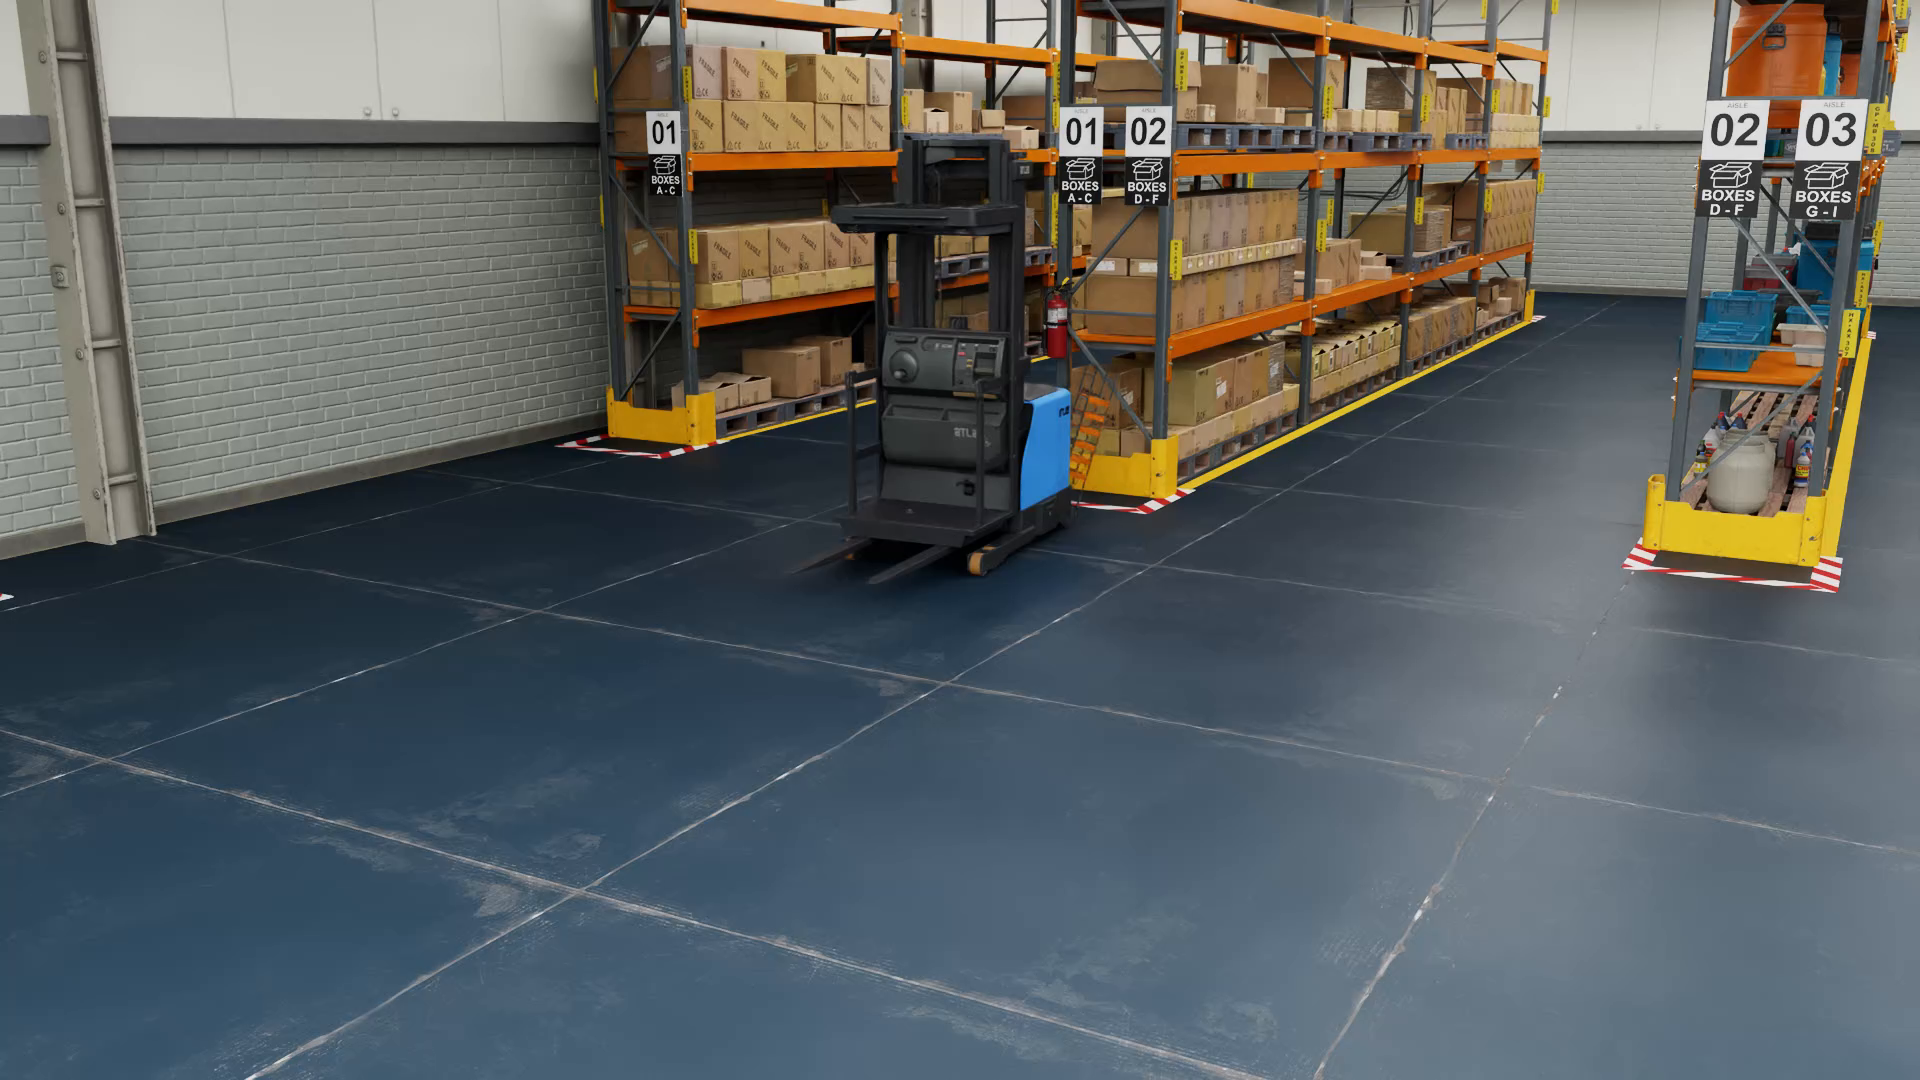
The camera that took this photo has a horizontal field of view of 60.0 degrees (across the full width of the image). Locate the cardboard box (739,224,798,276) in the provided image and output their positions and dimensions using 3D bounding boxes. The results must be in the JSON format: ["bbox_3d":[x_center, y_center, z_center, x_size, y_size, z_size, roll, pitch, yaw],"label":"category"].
[{"bbox_3d":[-2.049,-3.038,17.413,0.500,0.500,0.500,7,15,26],"label":"cardboard box"}]

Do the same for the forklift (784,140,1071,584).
[{"bbox_3d":[-0.204,-1.290,11.630,1.130,2.935,3.031,6,15,24],"label":"forklift"}]

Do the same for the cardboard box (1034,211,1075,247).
[{"bbox_3d":[1.280,-4.382,23.420,0.500,0.500,0.500,8,16,30],"label":"cardboard box"}]

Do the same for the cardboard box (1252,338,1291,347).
[{"bbox_3d":[3.417,-2.091,18.579,0.500,0.311,0.500,8,16,30],"label":"cardboard box"}]

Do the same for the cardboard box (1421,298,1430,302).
[{"bbox_3d":[6.398,-3.185,23.740,0.500,0.500,0.500,8,16,29],"label":"cardboard box"}]

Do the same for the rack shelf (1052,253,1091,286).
[{"bbox_3d":[1.788,-4.169,24.962,1.077,0.370,4.000,7,15,28],"label":"rack shelf"}]

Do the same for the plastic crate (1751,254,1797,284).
[{"bbox_3d":[8.445,-2.720,17.281,0.402,0.464,0.583,7,15,28],"label":"plastic crate"}]

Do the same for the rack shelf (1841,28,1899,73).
[{"bbox_3d":[10.461,-5.769,19.650,1.077,0.370,4.000,7,15,28],"label":"rack shelf"}]

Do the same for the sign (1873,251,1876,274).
[{"bbox_3d":[9.979,-3.005,18.248,0.100,0.325,0.005,7,15,28],"label":"sign"}]

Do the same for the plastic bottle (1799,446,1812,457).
[{"bbox_3d":[6.942,-0.639,13.668,0.097,0.271,0.097,0,14,0],"label":"plastic bottle"}]

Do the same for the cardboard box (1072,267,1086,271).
[{"bbox_3d":[2.128,-3.758,25.411,0.750,0.750,0.750,8,16,30],"label":"cardboard box"}]

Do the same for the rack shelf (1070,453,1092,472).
[{"bbox_3d":[0.913,-0.633,13.258,0.180,0.103,0.258,14,9,-19],"label":"rack shelf"}]

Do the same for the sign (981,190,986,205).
[{"bbox_3d":[0.334,-4.734,23.298,0.100,0.325,0.005,7,15,28],"label":"sign"}]

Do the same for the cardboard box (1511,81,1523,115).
[{"bbox_3d":[8.329,-6.867,25.872,0.700,0.500,0.500,7,15,28],"label":"cardboard box"}]

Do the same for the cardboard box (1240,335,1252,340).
[{"bbox_3d":[2.728,-1.900,17.385,0.500,0.500,0.500,7,15,28],"label":"cardboard box"}]

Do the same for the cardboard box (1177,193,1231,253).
[{"bbox_3d":[2.047,-2.903,15.195,0.700,0.500,0.500,7,15,28],"label":"cardboard box"}]

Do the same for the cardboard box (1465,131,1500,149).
[{"bbox_3d":[7.545,-5.826,24.219,0.500,0.250,0.500,7,15,28],"label":"cardboard box"}]

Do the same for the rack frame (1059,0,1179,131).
[{"bbox_3d":[1.292,-4.823,13.340,1.000,3.000,0.127,7,15,28],"label":"rack frame"}]

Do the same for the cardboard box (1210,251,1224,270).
[{"bbox_3d":[2.168,-2.539,15.067,0.380,0.149,0.250,7,15,26],"label":"cardboard box"}]

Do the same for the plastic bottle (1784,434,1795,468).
[{"bbox_3d":[7.077,-0.768,14.174,0.061,0.283,0.133,7,15,28],"label":"plastic bottle"}]

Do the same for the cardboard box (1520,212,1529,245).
[{"bbox_3d":[8.801,-5.009,26.695,0.500,0.500,0.500,8,15,29],"label":"cardboard box"}]

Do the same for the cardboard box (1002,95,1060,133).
[{"bbox_3d":[1.001,-5.933,23.193,0.700,0.500,0.500,6,15,24],"label":"cardboard box"}]

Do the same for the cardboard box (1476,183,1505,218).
[{"bbox_3d":[7.817,-5.074,24.834,0.500,0.500,0.500,7,15,26],"label":"cardboard box"}]

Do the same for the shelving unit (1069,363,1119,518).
[{"bbox_3d":[0.960,-0.789,13.235,0.189,1.200,0.258,14,9,-19],"label":"shelving unit"}]

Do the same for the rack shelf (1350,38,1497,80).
[{"bbox_3d":[6.127,-6.331,21.981,1.077,0.370,4.000,7,15,28],"label":"rack shelf"}]

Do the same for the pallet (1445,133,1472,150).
[{"bbox_3d":[6.218,-5.397,22.519,1.213,0.211,1.003,7,15,28],"label":"pallet"}]

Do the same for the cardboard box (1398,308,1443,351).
[{"bbox_3d":[6.125,-2.818,22.218,0.500,0.500,0.500,7,15,27],"label":"cardboard box"}]

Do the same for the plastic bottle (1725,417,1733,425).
[{"bbox_3d":[6.890,-0.970,15.030,0.152,0.276,0.135,8,16,30],"label":"plastic bottle"}]

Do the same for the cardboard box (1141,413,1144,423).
[{"bbox_3d":[1.524,-1.022,15.342,0.500,0.250,0.500,7,15,28],"label":"cardboard box"}]

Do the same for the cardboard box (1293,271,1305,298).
[{"bbox_3d":[3.426,-2.761,17.904,0.500,0.250,0.500,9,16,32],"label":"cardboard box"}]

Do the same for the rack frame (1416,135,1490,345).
[{"bbox_3d":[7.093,-4.369,24.255,1.000,3.000,0.127,7,15,28],"label":"rack frame"}]

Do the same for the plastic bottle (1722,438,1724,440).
[{"bbox_3d":[6.370,-0.701,13.900,0.061,0.283,0.133,7,15,28],"label":"plastic bottle"}]

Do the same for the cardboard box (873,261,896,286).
[{"bbox_3d":[-1.076,-3.093,19.242,0.500,0.250,0.500,7,15,28],"label":"cardboard box"}]

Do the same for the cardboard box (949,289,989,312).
[{"bbox_3d":[0.189,-3.208,22.237,0.500,0.250,0.500,8,16,29],"label":"cardboard box"}]

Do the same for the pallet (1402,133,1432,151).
[{"bbox_3d":[4.910,-4.765,19.902,1.213,0.211,1.003,8,16,31],"label":"pallet"}]

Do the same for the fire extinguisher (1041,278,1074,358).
[{"bbox_3d":[0.829,-1.898,14.170,0.296,0.674,0.183,7,15,28],"label":"fire extinguisher"}]

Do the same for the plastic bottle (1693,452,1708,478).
[{"bbox_3d":[6.131,-0.625,13.757,0.097,0.201,0.097,0,14,0],"label":"plastic bottle"}]

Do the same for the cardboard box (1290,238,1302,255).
[{"bbox_3d":[3.282,-3.011,17.027,0.380,0.149,0.250,7,15,28],"label":"cardboard box"}]

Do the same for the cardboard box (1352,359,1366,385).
[{"bbox_3d":[4.381,-1.965,19.256,0.500,0.250,0.500,8,16,29],"label":"cardboard box"}]

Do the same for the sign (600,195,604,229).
[{"bbox_3d":[-3.522,-3.251,16.473,0.100,0.325,0.005,7,15,28],"label":"sign"}]

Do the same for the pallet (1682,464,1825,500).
[{"bbox_3d":[6.610,-0.426,13.849,1.003,0.211,1.213,7,15,28],"label":"pallet"}]

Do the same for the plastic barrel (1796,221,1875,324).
[{"bbox_3d":[8.012,-2.454,15.244,0.600,0.901,0.708,7,15,28],"label":"plastic barrel"}]

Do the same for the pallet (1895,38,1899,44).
[{"bbox_3d":[11.055,-6.264,20.571,1.003,0.211,1.213,7,15,28],"label":"pallet"}]

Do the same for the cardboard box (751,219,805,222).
[{"bbox_3d":[-2.021,-3.309,18.537,0.500,0.500,0.500,8,16,30],"label":"cardboard box"}]

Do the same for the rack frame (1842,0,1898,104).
[{"bbox_3d":[9.494,-5.903,17.817,1.000,3.000,0.127,7,15,28],"label":"rack frame"}]

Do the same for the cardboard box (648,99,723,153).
[{"bbox_3d":[-2.665,-4.024,16.169,0.500,0.500,0.500,8,16,30],"label":"cardboard box"}]

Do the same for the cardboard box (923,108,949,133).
[{"bbox_3d":[-0.480,-5.136,20.333,0.500,0.311,0.500,8,16,30],"label":"cardboard box"}]

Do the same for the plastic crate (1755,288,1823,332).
[{"bbox_3d":[7.196,-2.042,14.737,0.767,0.338,0.504,7,15,28],"label":"plastic crate"}]

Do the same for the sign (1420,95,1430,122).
[{"bbox_3d":[5.642,-5.232,20.162,0.100,0.325,0.005,7,15,28],"label":"sign"}]

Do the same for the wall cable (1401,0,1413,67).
[{"bbox_3d":[10.104,-10.425,32.427,3.097,2.526,0.112,7,15,28],"label":"wall cable"}]

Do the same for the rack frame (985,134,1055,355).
[{"bbox_3d":[0.822,-4.109,23.176,1.000,3.000,0.127,7,15,28],"label":"rack frame"}]

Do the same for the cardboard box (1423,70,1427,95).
[{"bbox_3d":[5.623,-5.735,21.173,0.500,0.500,0.500,7,15,28],"label":"cardboard box"}]

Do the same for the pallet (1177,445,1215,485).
[{"bbox_3d":[1.625,-0.713,15.040,1.003,0.211,1.213,7,15,28],"label":"pallet"}]

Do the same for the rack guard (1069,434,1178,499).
[{"bbox_3d":[1.281,-0.687,14.315,1.175,0.500,0.348,7,15,28],"label":"rack guard"}]

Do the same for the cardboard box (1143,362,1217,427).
[{"bbox_3d":[1.986,-1.326,15.006,0.500,0.500,0.500,7,15,28],"label":"cardboard box"}]

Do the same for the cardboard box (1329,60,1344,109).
[{"bbox_3d":[3.814,-4.923,17.978,0.500,0.500,0.500,9,16,33],"label":"cardboard box"}]

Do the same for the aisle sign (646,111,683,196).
[{"bbox_3d":[-2.818,-3.682,15.861,0.394,0.787,0.004,7,15,28],"label":"aisle sign"}]

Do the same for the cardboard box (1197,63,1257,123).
[{"bbox_3d":[2.334,-3.996,14.899,0.500,0.500,0.500,7,15,28],"label":"cardboard box"}]
